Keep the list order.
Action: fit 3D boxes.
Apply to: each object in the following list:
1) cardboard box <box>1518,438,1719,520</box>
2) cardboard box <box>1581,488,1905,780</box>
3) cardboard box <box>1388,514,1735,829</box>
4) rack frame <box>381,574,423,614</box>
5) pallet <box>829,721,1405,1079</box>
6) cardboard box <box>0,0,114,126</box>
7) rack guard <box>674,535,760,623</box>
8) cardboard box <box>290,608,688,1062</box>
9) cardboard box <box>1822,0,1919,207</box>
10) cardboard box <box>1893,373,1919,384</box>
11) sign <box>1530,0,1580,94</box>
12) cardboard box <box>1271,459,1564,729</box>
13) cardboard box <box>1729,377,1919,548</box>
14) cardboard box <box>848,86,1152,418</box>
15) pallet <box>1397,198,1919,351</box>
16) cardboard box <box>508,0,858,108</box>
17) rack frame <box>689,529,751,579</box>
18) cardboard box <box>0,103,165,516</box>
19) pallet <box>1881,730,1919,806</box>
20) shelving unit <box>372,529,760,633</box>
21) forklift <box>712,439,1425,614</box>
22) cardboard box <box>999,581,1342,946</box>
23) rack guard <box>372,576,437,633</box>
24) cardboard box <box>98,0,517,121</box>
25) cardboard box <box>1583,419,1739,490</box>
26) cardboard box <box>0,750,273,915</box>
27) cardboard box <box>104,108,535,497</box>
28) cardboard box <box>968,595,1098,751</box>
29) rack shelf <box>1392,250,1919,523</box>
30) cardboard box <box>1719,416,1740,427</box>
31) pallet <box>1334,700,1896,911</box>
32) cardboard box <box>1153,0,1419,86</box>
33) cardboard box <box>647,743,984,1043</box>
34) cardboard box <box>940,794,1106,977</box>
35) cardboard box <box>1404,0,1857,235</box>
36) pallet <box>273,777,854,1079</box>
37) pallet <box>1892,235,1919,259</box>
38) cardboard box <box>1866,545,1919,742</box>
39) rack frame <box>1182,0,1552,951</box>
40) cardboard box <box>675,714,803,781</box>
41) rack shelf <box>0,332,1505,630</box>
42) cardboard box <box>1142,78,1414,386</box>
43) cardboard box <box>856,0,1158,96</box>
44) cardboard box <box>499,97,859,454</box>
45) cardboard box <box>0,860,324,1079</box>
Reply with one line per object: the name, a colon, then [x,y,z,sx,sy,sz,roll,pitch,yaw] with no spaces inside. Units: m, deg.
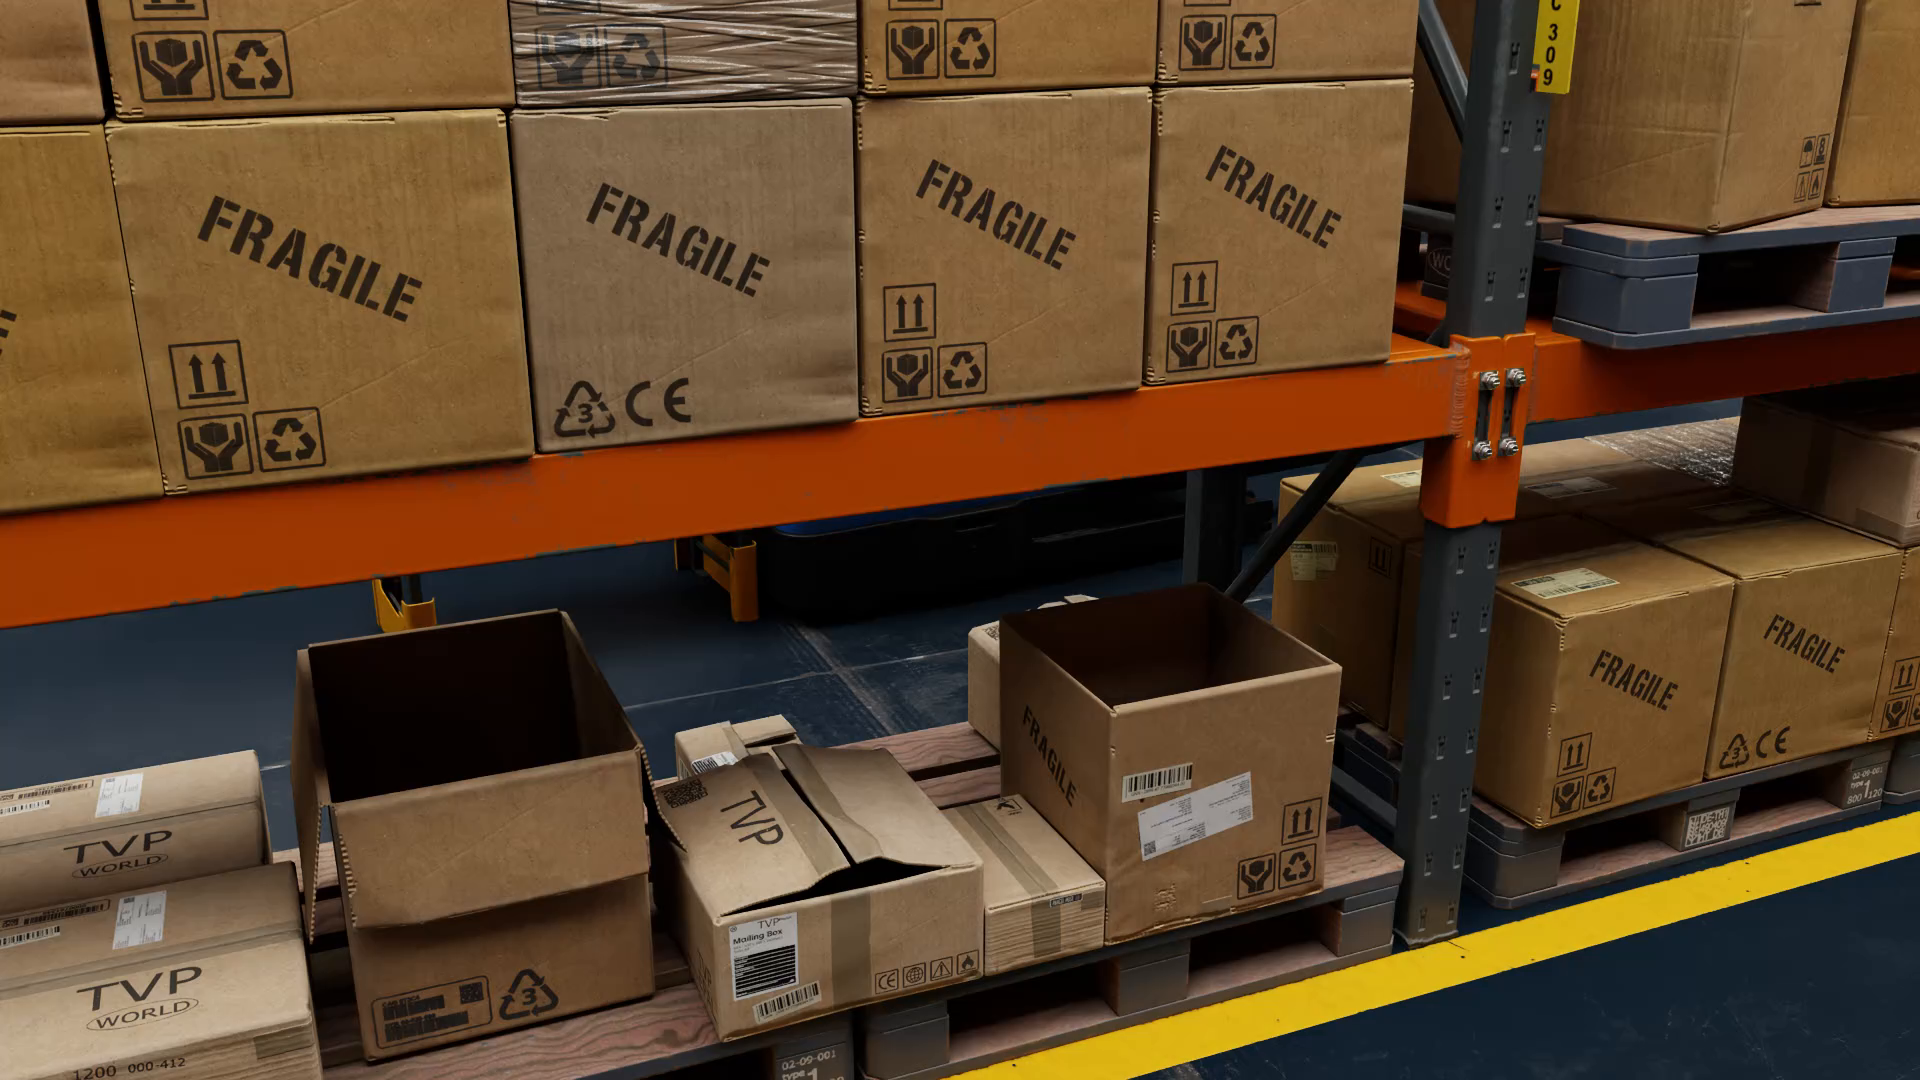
cardboard box: [1.614,0.055,4.450,0.500,0.500,0.500,-8,21,-22]
cardboard box: [1.843,0.207,4.019,0.500,0.500,0.500,-8,21,-21]
cardboard box: [1.358,0.281,3.810,0.500,0.500,0.500,-9,21,-24]
rack frame: [-1.683,-0.373,4.825,0.032,1.500,0.500,-10,22,-27]
pallet: [0.186,0.704,3.705,1.213,0.211,1.003,-8,21,-22]
cardboard box: [-1.406,-0.807,2.143,0.500,0.500,0.500,-8,21,-21]
rack guard: [-0.811,0.055,5.489,0.087,0.250,0.587,-10,22,-27]
cardboard box: [-0.906,0.517,3.133,0.637,0.503,0.797,-8,21,-22]
cardboard box: [1.947,-1.051,3.707,0.500,0.500,0.700,-5,20,-13]
cardboard box: [2.736,-0.271,4.247,0.500,0.250,0.500,-9,21,-23]
sign: [1.039,-0.945,2.887,0.005,0.325,0.100,-8,21,-22]
cardboard box: [1.157,0.118,4.273,0.500,0.500,0.500,-8,21,-22]
cardboard box: [2.276,-0.205,4.059,0.500,0.250,0.500,-8,21,-22]
cardboard box: [-0.013,-0.536,2.879,0.500,0.500,0.500,-8,21,-20]
pallet: [1.594,-0.683,3.734,1.213,0.211,1.003,-8,21,-22]
cardboard box: [-0.477,-0.940,2.520,0.500,0.500,0.500,-8,21,-21]
rack frame: [-0.794,-0.537,5.290,0.032,1.500,0.500,-10,22,-27]
cardboard box: [-1.410,-0.335,2.307,0.500,0.500,0.500,-8,21,-22]
pallet: [2.671,0.333,4.757,1.213,0.211,1.003,-8,21,-22]
shelving unit: [-1.247,-0.454,5.053,1.083,1.500,0.587,-10,22,-27]
forklift: [0.545,-1.483,5.822,3.031,2.935,1.130,-11,22,-27]
cardboard box: [0.406,0.431,3.381,0.500,0.500,0.500,-8,21,-22]
rack guard: [-1.682,0.216,5.033,0.087,0.250,0.587,-10,22,-27]
cardboard box: [-0.939,-0.875,2.333,0.500,0.500,0.500,-8,21,-22]
cardboard box: [2.075,-0.011,4.637,0.500,0.500,0.500,-8,21,-21]
cardboard box: [-1.570,0.652,3.133,0.500,0.250,0.500,-8,21,-22]
cardboard box: [-0.951,-0.400,2.492,0.500,0.500,0.500,-8,21,-21]
cardboard box: [0.346,0.348,3.902,0.500,0.311,0.500,-8,21,-22]
rack shelf: [2.653,-0.625,4.365,4.000,0.370,1.077,-8,21,-22]
cardboard box: [2.541,-0.078,4.829,0.500,0.500,0.500,-9,21,-24]
pallet: [1.549,0.495,4.298,1.213,0.211,1.003,-8,21,-22]
cardboard box: [0.455,-1.075,2.902,0.500,0.500,0.500,-8,21,-22]
cardboard box: [-0.282,0.619,3.133,0.500,0.311,0.500,-8,21,-22]
cardboard box: [0.086,0.665,3.248,0.250,0.149,0.380,-8,21,-22]
cardboard box: [1.341,-0.941,3.395,0.500,0.500,0.700,-17,26,-40]
pallet: [-0.936,0.866,3.246,1.213,0.211,1.003,-8,21,-22]
pallet: [2.706,-0.880,4.294,1.213,0.211,1.003,-8,21,-22]
cardboard box: [2.305,0.144,4.199,0.500,0.500,0.500,-8,21,-21]
rack frame: [0.817,-0.702,3.498,0.127,3.000,1.000,-8,21,-22]
cardboard box: [-0.444,0.533,3.594,0.250,0.166,0.380,-8,21,-22]
rack shelf: [-1.019,-0.099,2.870,4.000,0.370,1.077,-8,21,-22]
cardboard box: [0.460,-0.605,3.072,0.500,0.500,0.500,-8,21,-21]
cardboard box: [-0.014,-1.007,2.708,0.500,0.500,0.500,-9,21,-23]
cardboard box: [-0.484,-0.468,2.685,0.500,0.500,0.500,-8,21,-21]
cardboard box: [-1.326,0.798,2.718,0.500,0.250,0.500,-8,21,-22]
